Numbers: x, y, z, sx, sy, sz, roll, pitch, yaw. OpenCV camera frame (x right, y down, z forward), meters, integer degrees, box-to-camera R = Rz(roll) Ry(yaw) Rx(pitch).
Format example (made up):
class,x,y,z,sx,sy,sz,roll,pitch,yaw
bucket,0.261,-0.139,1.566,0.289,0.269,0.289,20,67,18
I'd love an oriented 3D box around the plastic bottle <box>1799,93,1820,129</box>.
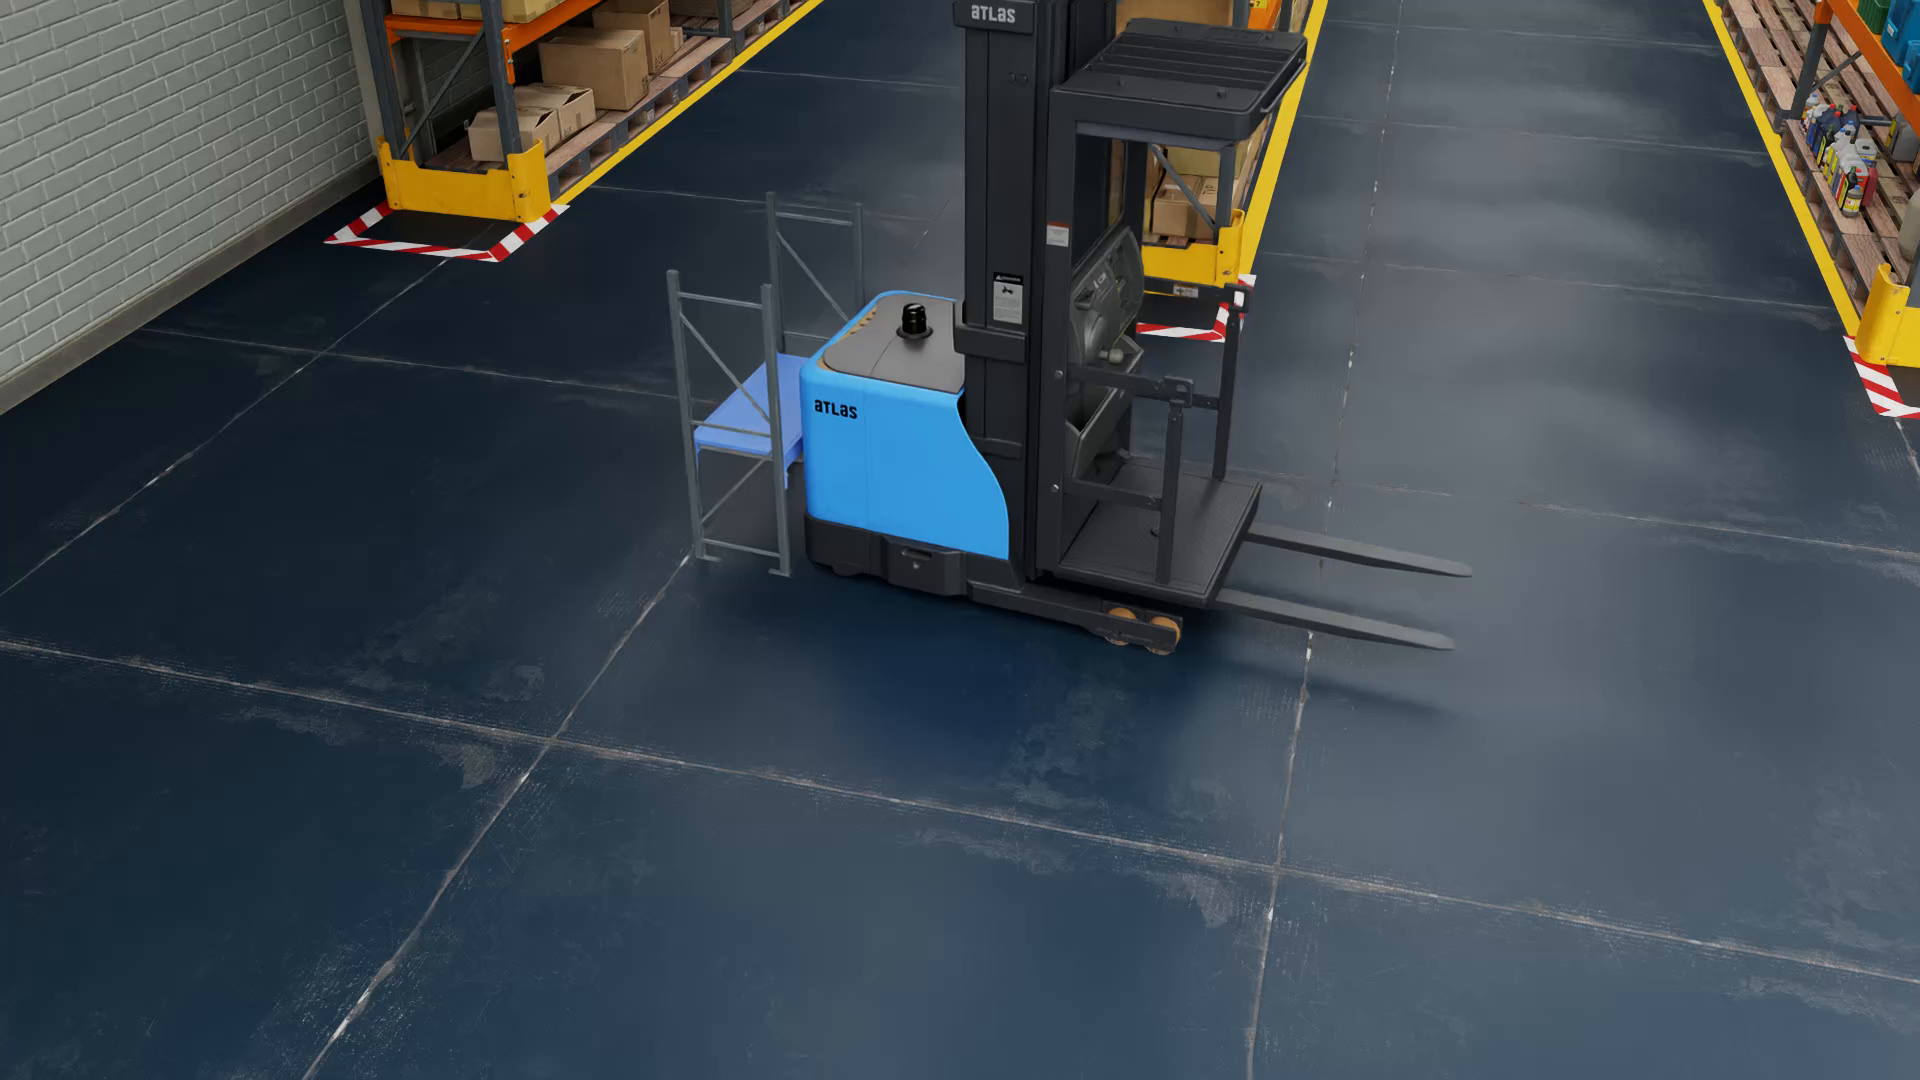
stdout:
class,x,y,z,sx,sy,sz,roll,pitch,yaw
plastic bottle,6.527,-3.290,12.762,0.097,0.271,0.097,0,32,0

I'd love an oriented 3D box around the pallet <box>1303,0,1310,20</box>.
class,x,y,z,sx,sy,sz,roll,pitch,yaw
pallet,3.010,-5.515,16.728,1.003,0.211,1.213,8,33,12

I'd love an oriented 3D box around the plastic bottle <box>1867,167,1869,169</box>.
class,x,y,z,sx,sy,sz,roll,pitch,yaw
plastic bottle,6.310,-2.495,11.577,0.097,0.201,0.097,0,32,0

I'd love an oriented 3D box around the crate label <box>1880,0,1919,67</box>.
class,x,y,z,sx,sy,sz,roll,pitch,yaw
crate label,6.222,-3.293,10.600,0.502,0.435,0.616,8,33,12

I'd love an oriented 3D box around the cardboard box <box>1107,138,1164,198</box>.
class,x,y,z,sx,sy,sz,roll,pitch,yaw
cardboard box,1.075,-2.614,11.039,0.500,0.500,0.500,8,33,12

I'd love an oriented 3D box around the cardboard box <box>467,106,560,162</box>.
class,x,y,z,sx,sy,sz,roll,pitch,yaw
cardboard box,-3.304,-3.032,12.320,0.500,0.311,0.500,4,33,7

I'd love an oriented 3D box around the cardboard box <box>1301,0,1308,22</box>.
class,x,y,z,sx,sy,sz,roll,pitch,yaw
cardboard box,2.973,-5.028,15.535,0.500,0.250,0.500,9,33,13

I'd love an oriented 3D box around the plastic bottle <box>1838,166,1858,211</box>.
class,x,y,z,sx,sy,sz,roll,pitch,yaw
plastic bottle,6.071,-2.401,11.353,0.061,0.283,0.133,9,33,14

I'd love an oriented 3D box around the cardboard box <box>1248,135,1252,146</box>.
class,x,y,z,sx,sy,sz,roll,pitch,yaw
cardboard box,1.817,-3.064,11.747,0.500,0.500,0.500,8,33,12

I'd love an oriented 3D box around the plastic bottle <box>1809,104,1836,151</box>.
class,x,y,z,sx,sy,sz,roll,pitch,yaw
plastic bottle,6.425,-3.067,12.337,0.144,0.351,0.185,9,34,14

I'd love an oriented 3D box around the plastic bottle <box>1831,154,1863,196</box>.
class,x,y,z,sx,sy,sz,roll,pitch,yaw
plastic bottle,6.184,-2.534,11.568,0.152,0.276,0.135,7,33,11

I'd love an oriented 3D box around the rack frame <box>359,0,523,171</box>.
class,x,y,z,sx,sy,sz,roll,pitch,yaw
rack frame,-3.566,-3.635,11.171,1.000,3.000,0.127,8,33,12

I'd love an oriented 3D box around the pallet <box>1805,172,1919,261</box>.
class,x,y,z,sx,sy,sz,roll,pitch,yaw
pallet,6.513,-2.207,11.524,1.003,0.211,1.213,8,33,12

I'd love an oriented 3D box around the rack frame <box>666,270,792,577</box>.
class,x,y,z,sx,sy,sz,roll,pitch,yaw
rack frame,-1.051,-0.507,7.650,0.500,1.500,0.032,11,34,16

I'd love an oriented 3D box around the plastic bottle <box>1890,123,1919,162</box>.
class,x,y,z,sx,sy,sz,roll,pitch,yaw
plastic bottle,6.949,-2.932,12.194,0.152,0.276,0.135,8,33,12

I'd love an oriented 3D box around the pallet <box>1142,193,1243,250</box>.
class,x,y,z,sx,sy,sz,roll,pitch,yaw
pallet,1.380,-2.188,11.495,1.003,0.211,1.213,8,33,12

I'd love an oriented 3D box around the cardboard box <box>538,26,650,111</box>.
class,x,y,z,sx,sy,sz,roll,pitch,yaw
cardboard box,-2.924,-3.782,13.323,0.700,0.500,0.500,6,33,9

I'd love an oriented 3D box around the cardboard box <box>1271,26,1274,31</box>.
class,x,y,z,sx,sy,sz,roll,pitch,yaw
cardboard box,2.074,-3.583,12.562,0.500,0.500,0.500,8,33,12

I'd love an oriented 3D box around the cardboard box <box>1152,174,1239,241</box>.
class,x,y,z,sx,sy,sz,roll,pitch,yaw
cardboard box,1.578,-2.227,11.129,0.500,0.250,0.500,8,33,12

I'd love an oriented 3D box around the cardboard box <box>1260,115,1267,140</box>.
class,x,y,z,sx,sy,sz,roll,pitch,yaw
cardboard box,2.086,-3.265,12.761,0.500,0.250,0.500,8,33,12

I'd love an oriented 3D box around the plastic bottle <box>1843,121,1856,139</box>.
class,x,y,z,sx,sy,sz,roll,pitch,yaw
plastic bottle,6.505,-2.942,12.214,0.097,0.271,0.097,0,32,0

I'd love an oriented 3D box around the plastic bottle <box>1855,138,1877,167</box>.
class,x,y,z,sx,sy,sz,roll,pitch,yaw
plastic bottle,6.419,-2.710,11.845,0.152,0.276,0.135,8,33,12

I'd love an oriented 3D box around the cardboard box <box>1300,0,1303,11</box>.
class,x,y,z,sx,sy,sz,roll,pitch,yaw
cardboard box,2.849,-5.000,14.967,0.500,0.311,0.500,7,33,11

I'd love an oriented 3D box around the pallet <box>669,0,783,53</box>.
class,x,y,z,sx,sy,sz,roll,pitch,yaw
pallet,-2.355,-4.938,15.820,1.003,0.211,1.213,8,33,12

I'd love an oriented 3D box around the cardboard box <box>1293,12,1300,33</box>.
class,x,y,z,sx,sy,sz,roll,pitch,yaw
cardboard box,2.714,-4.495,14.697,0.500,0.250,0.500,9,33,14

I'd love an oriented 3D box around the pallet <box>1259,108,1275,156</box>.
class,x,y,z,sx,sy,sz,roll,pitch,yaw
pallet,1.999,-3.454,13.486,1.003,0.211,1.213,8,33,12

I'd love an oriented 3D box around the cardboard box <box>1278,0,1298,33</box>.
class,x,y,z,sx,sy,sz,roll,pitch,yaw
cardboard box,2.587,-4.472,14.137,0.500,0.311,0.500,8,33,13

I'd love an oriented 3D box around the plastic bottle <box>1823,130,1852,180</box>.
class,x,y,z,sx,sy,sz,roll,pitch,yaw
plastic bottle,6.270,-2.748,11.836,0.144,0.351,0.185,8,33,12

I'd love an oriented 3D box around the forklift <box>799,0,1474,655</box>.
class,x,y,z,sx,sy,sz,roll,pitch,yaw
forklift,0.826,-1.048,7.167,3.031,2.935,1.130,12,34,18

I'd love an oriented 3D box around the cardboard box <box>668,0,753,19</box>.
class,x,y,z,sx,sy,sz,roll,pitch,yaw
cardboard box,-2.380,-5.225,15.593,0.700,0.500,0.500,9,34,14

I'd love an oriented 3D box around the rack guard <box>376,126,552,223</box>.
class,x,y,z,sx,sy,sz,roll,pitch,yaw
rack guard,-3.547,-2.619,11.904,1.175,0.500,0.348,8,33,12

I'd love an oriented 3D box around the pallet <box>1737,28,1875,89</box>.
class,x,y,z,sx,sy,sz,roll,pitch,yaw
pallet,7.501,-4.233,14.711,1.003,0.211,1.213,8,33,12

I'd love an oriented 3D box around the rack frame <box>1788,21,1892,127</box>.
class,x,y,z,sx,sy,sz,roll,pitch,yaw
rack frame,7.032,-4.361,12.315,1.000,3.000,0.127,8,33,12

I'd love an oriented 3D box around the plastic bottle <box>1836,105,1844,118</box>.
class,x,y,z,sx,sy,sz,roll,pitch,yaw
plastic bottle,6.574,-3.109,12.467,0.061,0.283,0.133,8,33,12

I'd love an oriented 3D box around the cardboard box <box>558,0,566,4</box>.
class,x,y,z,sx,sy,sz,roll,pitch,yaw
cardboard box,-3.017,-4.061,11.963,0.500,0.250,0.500,7,33,11

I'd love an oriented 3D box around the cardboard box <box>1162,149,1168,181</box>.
class,x,y,z,sx,sy,sz,roll,pitch,yaw
cardboard box,1.192,-2.559,11.650,0.500,0.250,0.500,8,33,12

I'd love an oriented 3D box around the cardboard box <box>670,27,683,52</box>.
class,x,y,z,sx,sy,sz,roll,pitch,yaw
cardboard box,-2.658,-4.419,14.635,0.380,0.166,0.250,4,33,6

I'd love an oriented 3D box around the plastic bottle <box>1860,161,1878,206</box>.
class,x,y,z,sx,sy,sz,roll,pitch,yaw
plastic bottle,6.252,-2.451,11.431,0.061,0.283,0.133,8,33,12

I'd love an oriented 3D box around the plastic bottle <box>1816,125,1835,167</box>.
class,x,y,z,sx,sy,sz,roll,pitch,yaw
plastic bottle,6.295,-2.860,12.075,0.061,0.283,0.133,9,34,15

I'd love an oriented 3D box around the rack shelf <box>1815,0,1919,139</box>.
class,x,y,z,sx,sy,sz,roll,pitch,yaw
rack shelf,6.524,-3.020,10.875,1.077,0.370,4.000,8,33,12

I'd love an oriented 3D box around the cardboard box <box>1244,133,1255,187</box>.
class,x,y,z,sx,sy,sz,roll,pitch,yaw
cardboard box,1.828,-2.746,11.945,0.500,0.250,0.500,8,33,12

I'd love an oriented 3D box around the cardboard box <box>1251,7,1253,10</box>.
class,x,y,z,sx,sy,sz,roll,pitch,yaw
cardboard box,1.747,-4.048,11.729,0.700,0.500,0.500,9,34,14

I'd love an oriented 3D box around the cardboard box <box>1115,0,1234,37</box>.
class,x,y,z,sx,sy,sz,roll,pitch,yaw
cardboard box,1.357,-3.245,10.465,0.700,0.500,0.500,8,33,12

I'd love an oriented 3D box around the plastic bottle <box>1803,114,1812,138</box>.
class,x,y,z,sx,sy,sz,roll,pitch,yaw
plastic bottle,6.475,-3.155,12.615,0.097,0.201,0.097,0,32,0

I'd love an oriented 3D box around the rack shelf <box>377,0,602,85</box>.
class,x,y,z,sx,sy,sz,roll,pitch,yaw
rack shelf,-3.059,-4.369,12.997,1.077,0.370,4.000,8,33,12

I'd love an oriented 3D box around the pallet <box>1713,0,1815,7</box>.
class,x,y,z,sx,sy,sz,roll,pitch,yaw
pallet,8.206,-5.675,16.980,1.003,0.211,1.213,8,33,12

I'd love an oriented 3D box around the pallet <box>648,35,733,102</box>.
class,x,y,z,sx,sy,sz,roll,pitch,yaw
pallet,-2.687,-4.180,14.629,1.003,0.211,1.213,8,33,12

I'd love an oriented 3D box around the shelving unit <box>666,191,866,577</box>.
class,x,y,z,sx,sy,sz,roll,pitch,yaw
shelving unit,-0.880,-0.764,8.054,0.538,1.500,1.048,11,34,16

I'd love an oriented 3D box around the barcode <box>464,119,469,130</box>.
class,x,y,z,sx,sy,sz,roll,pitch,yaw
barcode,-3.686,-3.100,12.418,0.001,0.075,0.075,8,33,12

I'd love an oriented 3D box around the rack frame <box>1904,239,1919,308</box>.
class,x,y,z,sx,sy,sz,roll,pitch,yaw
rack frame,6.016,-2.286,9.050,1.000,3.000,0.127,8,33,12

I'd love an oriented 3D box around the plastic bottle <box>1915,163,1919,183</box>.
class,x,y,z,sx,sy,sz,roll,pitch,yaw
plastic bottle,6.868,-2.691,11.808,0.061,0.283,0.133,8,33,12

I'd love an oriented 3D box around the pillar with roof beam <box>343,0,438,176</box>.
class,x,y,z,sx,sy,sz,roll,pitch,yaw
pillar with roof beam,-0.061,-6.061,9.396,9.100,9.000,0.400,8,33,12

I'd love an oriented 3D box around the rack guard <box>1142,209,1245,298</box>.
class,x,y,z,sx,sy,sz,roll,pitch,yaw
rack guard,1.220,-1.895,10.764,1.175,0.500,0.348,8,33,12
